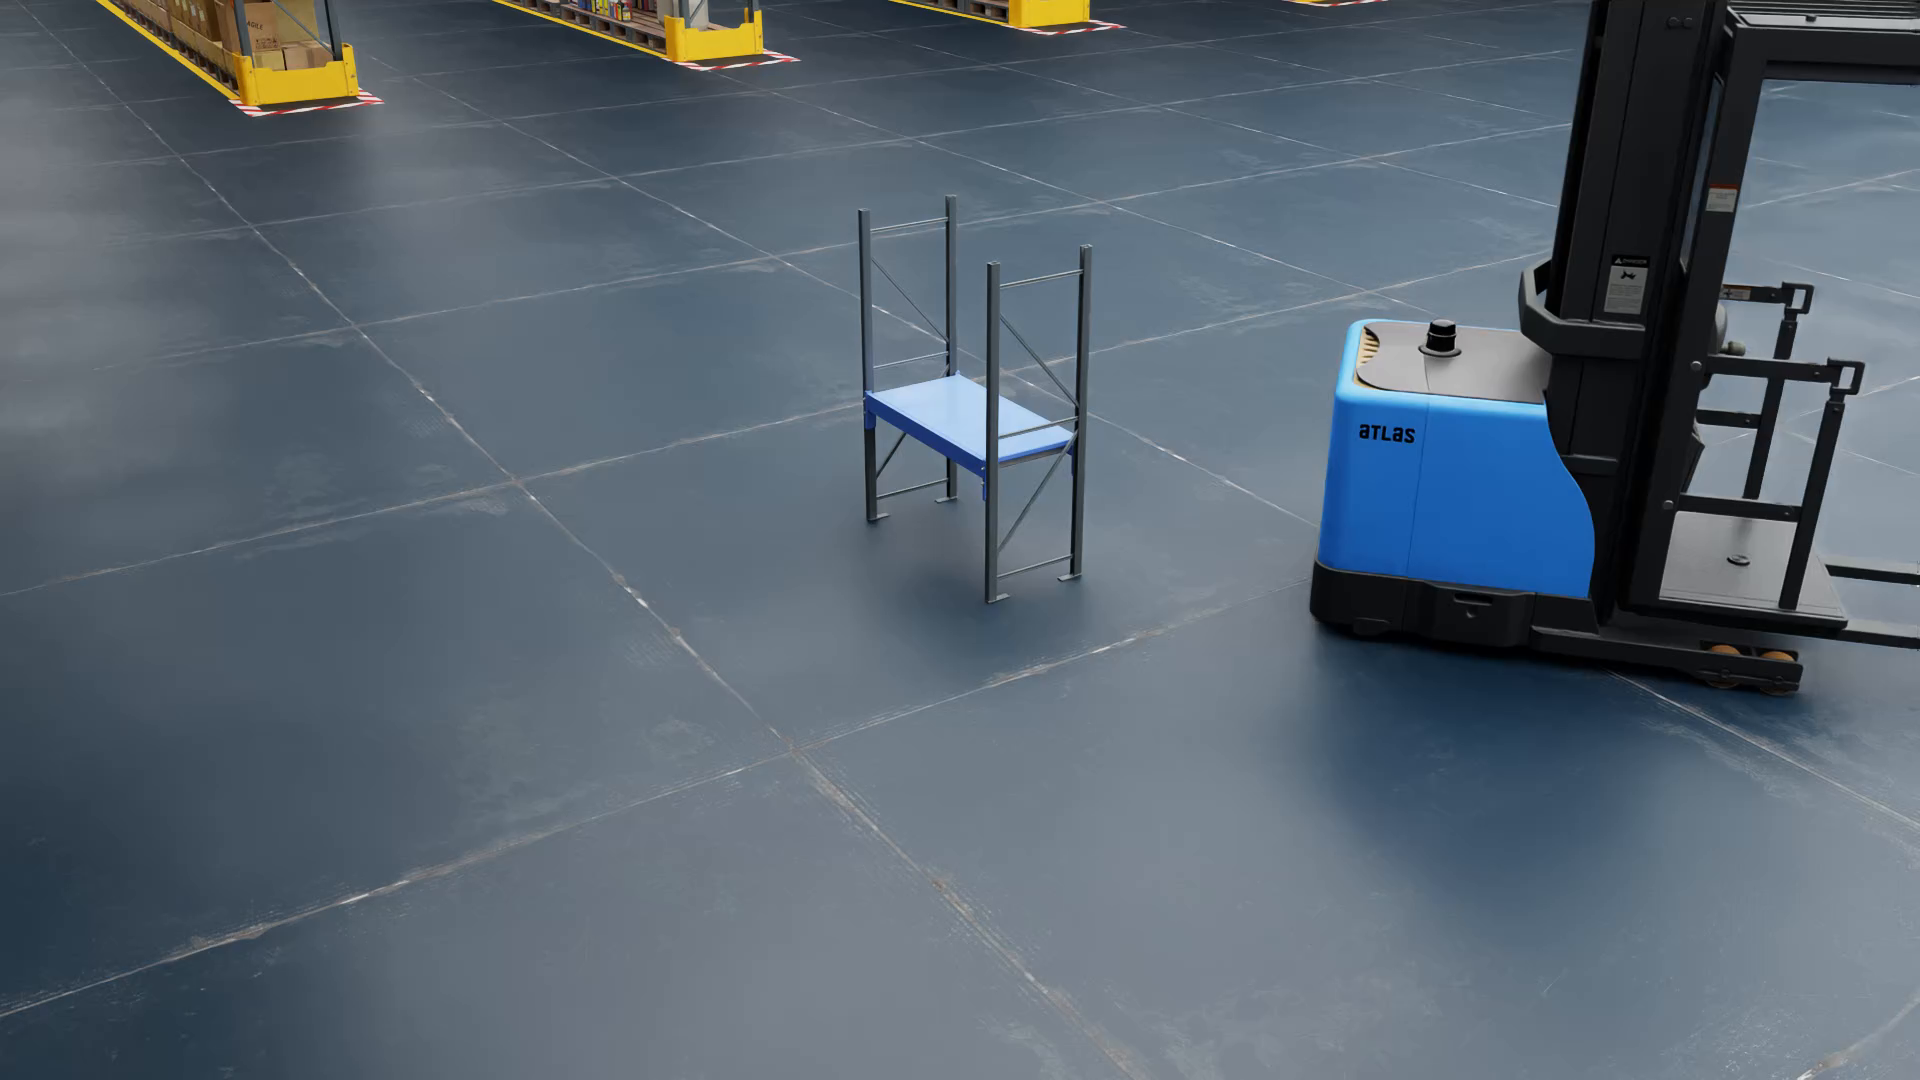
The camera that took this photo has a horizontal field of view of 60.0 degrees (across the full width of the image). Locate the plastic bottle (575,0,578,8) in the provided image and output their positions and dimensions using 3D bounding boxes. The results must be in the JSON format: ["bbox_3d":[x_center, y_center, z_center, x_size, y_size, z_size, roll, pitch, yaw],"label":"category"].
[{"bbox_3d":[-5.157,-7.307,22.476,0.097,0.201,0.097,0,25,0],"label":"plastic bottle"}]

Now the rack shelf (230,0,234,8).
[{"bbox_3d":[-8.135,-6.468,18.781,1.077,0.370,4.000,-16,29,-30],"label":"rack shelf"}]

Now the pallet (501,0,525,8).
[{"bbox_3d":[-6.206,-8.110,24.681,1.003,0.211,1.213,-16,29,-30],"label":"pallet"}]

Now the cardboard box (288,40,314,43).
[{"bbox_3d":[-7.425,-5.446,18.502,0.500,0.250,0.500,-16,29,-30],"label":"cardboard box"}]

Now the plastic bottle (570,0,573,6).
[{"bbox_3d":[-5.268,-7.411,22.616,0.097,0.271,0.097,0,25,0],"label":"plastic bottle"}]

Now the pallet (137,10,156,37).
[{"bbox_3d":[-10.331,-6.939,22.202,1.003,0.211,1.213,-16,29,-30],"label":"pallet"}]

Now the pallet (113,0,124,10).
[{"bbox_3d":[-11.786,-7.954,24.353,1.003,0.211,1.213,-16,29,-30],"label":"pallet"}]

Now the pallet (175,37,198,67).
[{"bbox_3d":[-8.827,-5.954,20.115,1.003,0.211,1.213,-16,29,-30],"label":"pallet"}]

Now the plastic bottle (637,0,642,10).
[{"bbox_3d":[-4.272,-7.252,22.265,0.061,0.283,0.133,-16,29,-30],"label":"plastic bottle"}]

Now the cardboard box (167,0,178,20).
[{"bbox_3d":[-9.236,-6.556,19.974,0.500,0.500,0.500,-16,29,-30],"label":"cardboard box"}]

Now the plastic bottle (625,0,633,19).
[{"bbox_3d":[-4.286,-6.878,21.473,0.061,0.283,0.133,-16,29,-30],"label":"plastic bottle"}]

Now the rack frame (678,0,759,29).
[{"bbox_3d":[-2.891,-7.231,19.554,1.000,3.000,0.127,-16,29,-30],"label":"rack frame"}]

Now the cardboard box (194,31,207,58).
[{"bbox_3d":[-8.412,-5.681,19.000,0.500,0.250,0.500,-16,29,-30],"label":"cardboard box"}]

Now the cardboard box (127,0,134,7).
[{"bbox_3d":[-11.095,-7.451,22.748,0.500,0.250,0.500,-16,30,-31],"label":"cardboard box"}]

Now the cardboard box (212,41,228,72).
[{"bbox_3d":[-7.866,-5.324,18.243,0.500,0.250,0.500,-16,29,-30],"label":"cardboard box"}]

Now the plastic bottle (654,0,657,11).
[{"bbox_3d":[-4.027,-7.153,22.152,0.097,0.201,0.097,0,25,0],"label":"plastic bottle"}]

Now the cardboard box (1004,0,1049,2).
[{"bbox_3d":[0.932,-7.672,22.925,0.500,0.500,0.500,-10,27,-20],"label":"cardboard box"}]

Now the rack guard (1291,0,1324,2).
[{"bbox_3d":[5.483,-8.366,24.887,1.175,0.500,0.348,-16,29,-30],"label":"rack guard"}]

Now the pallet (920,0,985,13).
[{"bbox_3d":[0.142,-7.886,24.209,1.003,0.211,1.213,-16,29,-30],"label":"pallet"}]

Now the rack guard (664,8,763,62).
[{"bbox_3d":[-2.972,-6.117,20.122,1.175,0.500,0.348,-16,29,-30],"label":"rack guard"}]

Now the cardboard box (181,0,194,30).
[{"bbox_3d":[-8.690,-6.198,19.216,0.500,0.500,0.500,-16,29,-30],"label":"cardboard box"}]

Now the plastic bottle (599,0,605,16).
[{"bbox_3d":[-4.646,-7.058,21.775,0.144,0.351,0.185,-16,30,-30],"label":"plastic bottle"}]

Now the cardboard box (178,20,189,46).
[{"bbox_3d":[-8.959,-6.039,19.757,0.500,0.250,0.500,-16,29,-30],"label":"cardboard box"}]

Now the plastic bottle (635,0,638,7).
[{"bbox_3d":[-4.376,-7.431,22.565,0.144,0.351,0.185,-17,30,-32],"label":"plastic bottle"}]

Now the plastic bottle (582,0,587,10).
[{"bbox_3d":[-4.981,-7.278,22.240,0.144,0.351,0.185,-15,29,-28],"label":"plastic bottle"}]

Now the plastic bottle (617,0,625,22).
[{"bbox_3d":[-4.340,-6.794,21.295,0.061,0.283,0.133,-15,29,-28],"label":"plastic bottle"}]

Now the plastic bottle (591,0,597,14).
[{"bbox_3d":[-4.823,-7.111,21.966,0.061,0.283,0.133,-14,29,-27],"label":"plastic bottle"}]

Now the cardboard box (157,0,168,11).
[{"bbox_3d":[-9.688,-6.787,20.685,0.500,0.311,0.500,-16,29,-30],"label":"cardboard box"}]

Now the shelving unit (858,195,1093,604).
[{"bbox_3d":[0.047,-0.648,7.365,0.538,1.500,1.048,-16,29,-30],"label":"shelving unit"}]

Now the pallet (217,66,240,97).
[{"bbox_3d":[-7.495,-5.081,18.266,1.003,0.211,1.213,-16,29,-30],"label":"pallet"}]

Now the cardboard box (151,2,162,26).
[{"bbox_3d":[-9.970,-6.718,21.195,0.500,0.250,0.500,-16,30,-30],"label":"cardboard box"}]

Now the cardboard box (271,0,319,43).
[{"bbox_3d":[-7.424,-5.786,18.343,0.500,0.500,0.500,-16,29,-30],"label":"cardboard box"}]

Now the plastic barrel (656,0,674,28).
[{"bbox_3d":[-3.588,-6.693,20.836,0.421,0.512,0.421,0,25,0],"label":"plastic barrel"}]

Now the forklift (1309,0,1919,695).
[{"bbox_3d":[3.037,-0.974,6.379,3.031,2.935,1.130,7,26,14],"label":"forklift"}]

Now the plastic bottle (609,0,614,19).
[{"bbox_3d":[-4.451,-6.899,21.526,0.152,0.276,0.135,-16,30,-31],"label":"plastic bottle"}]

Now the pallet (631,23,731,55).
[{"bbox_3d":[-3.411,-6.278,20.802,1.003,0.211,1.213,-16,29,-30],"label":"pallet"}]

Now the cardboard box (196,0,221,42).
[{"bbox_3d":[-8.143,-5.841,18.459,0.500,0.500,0.500,-16,29,-30],"label":"cardboard box"}]

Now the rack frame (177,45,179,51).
[{"bbox_3d":[-9.226,-7.509,20.143,1.000,3.000,0.127,-16,29,-30],"label":"rack frame"}]

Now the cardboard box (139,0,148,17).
[{"bbox_3d":[-10.527,-7.083,21.969,0.500,0.250,0.500,-15,29,-29],"label":"cardboard box"}]

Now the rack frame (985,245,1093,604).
[{"bbox_3d":[0.324,-0.466,6.980,0.500,1.500,0.032,-16,29,-30],"label":"rack frame"}]

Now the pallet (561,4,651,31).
[{"bbox_3d":[-4.743,-7.151,22.651,1.003,0.211,1.213,-16,29,-30],"label":"pallet"}]
